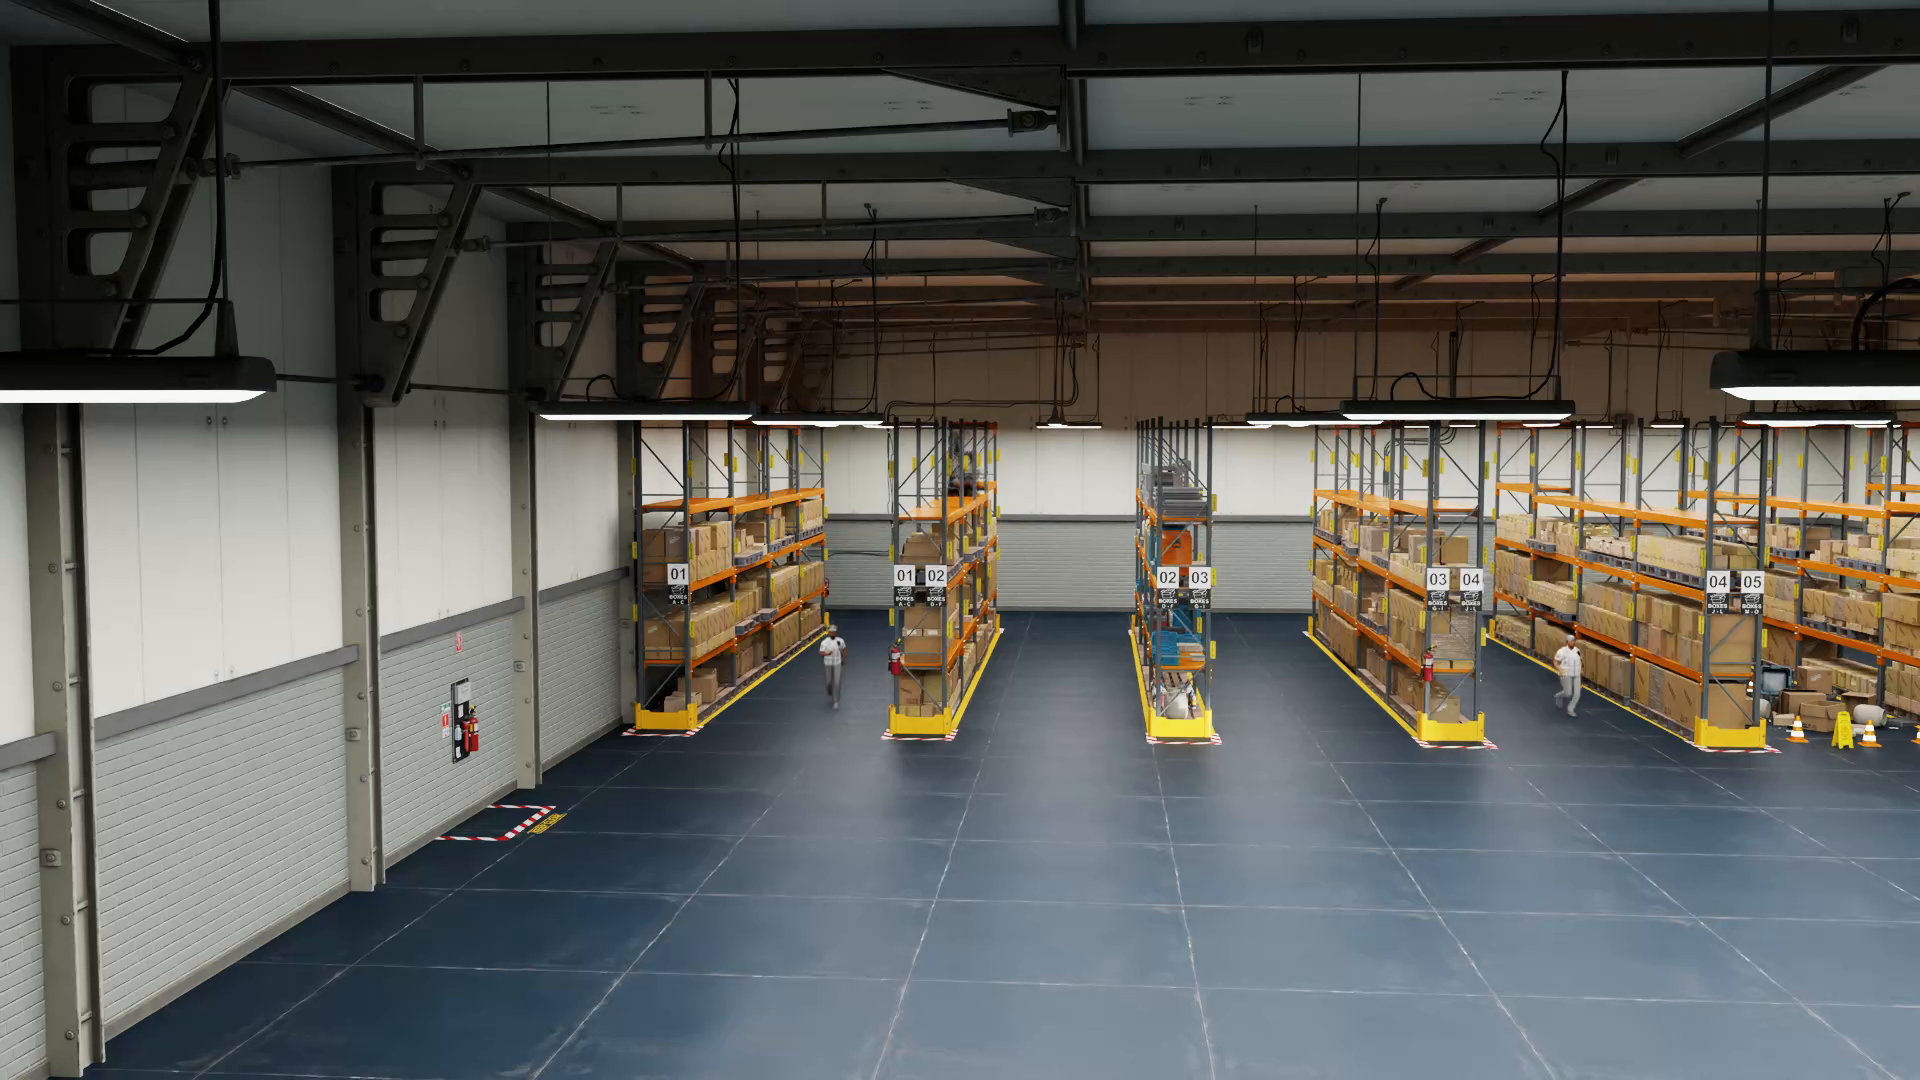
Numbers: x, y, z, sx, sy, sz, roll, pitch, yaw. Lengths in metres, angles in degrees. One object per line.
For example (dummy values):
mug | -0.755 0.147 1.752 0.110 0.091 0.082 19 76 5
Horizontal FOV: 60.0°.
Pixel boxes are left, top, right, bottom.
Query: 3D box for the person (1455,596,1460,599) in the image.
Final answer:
person | 13.617 1.814 46.572 0.816 1.724 0.808 2 4 31

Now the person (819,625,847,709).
person | -2.628 2.604 34.491 0.572 1.686 0.892 0 4 -4

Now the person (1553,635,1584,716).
person | 12.313 2.726 33.597 0.619 1.624 0.558 0 4 -7
